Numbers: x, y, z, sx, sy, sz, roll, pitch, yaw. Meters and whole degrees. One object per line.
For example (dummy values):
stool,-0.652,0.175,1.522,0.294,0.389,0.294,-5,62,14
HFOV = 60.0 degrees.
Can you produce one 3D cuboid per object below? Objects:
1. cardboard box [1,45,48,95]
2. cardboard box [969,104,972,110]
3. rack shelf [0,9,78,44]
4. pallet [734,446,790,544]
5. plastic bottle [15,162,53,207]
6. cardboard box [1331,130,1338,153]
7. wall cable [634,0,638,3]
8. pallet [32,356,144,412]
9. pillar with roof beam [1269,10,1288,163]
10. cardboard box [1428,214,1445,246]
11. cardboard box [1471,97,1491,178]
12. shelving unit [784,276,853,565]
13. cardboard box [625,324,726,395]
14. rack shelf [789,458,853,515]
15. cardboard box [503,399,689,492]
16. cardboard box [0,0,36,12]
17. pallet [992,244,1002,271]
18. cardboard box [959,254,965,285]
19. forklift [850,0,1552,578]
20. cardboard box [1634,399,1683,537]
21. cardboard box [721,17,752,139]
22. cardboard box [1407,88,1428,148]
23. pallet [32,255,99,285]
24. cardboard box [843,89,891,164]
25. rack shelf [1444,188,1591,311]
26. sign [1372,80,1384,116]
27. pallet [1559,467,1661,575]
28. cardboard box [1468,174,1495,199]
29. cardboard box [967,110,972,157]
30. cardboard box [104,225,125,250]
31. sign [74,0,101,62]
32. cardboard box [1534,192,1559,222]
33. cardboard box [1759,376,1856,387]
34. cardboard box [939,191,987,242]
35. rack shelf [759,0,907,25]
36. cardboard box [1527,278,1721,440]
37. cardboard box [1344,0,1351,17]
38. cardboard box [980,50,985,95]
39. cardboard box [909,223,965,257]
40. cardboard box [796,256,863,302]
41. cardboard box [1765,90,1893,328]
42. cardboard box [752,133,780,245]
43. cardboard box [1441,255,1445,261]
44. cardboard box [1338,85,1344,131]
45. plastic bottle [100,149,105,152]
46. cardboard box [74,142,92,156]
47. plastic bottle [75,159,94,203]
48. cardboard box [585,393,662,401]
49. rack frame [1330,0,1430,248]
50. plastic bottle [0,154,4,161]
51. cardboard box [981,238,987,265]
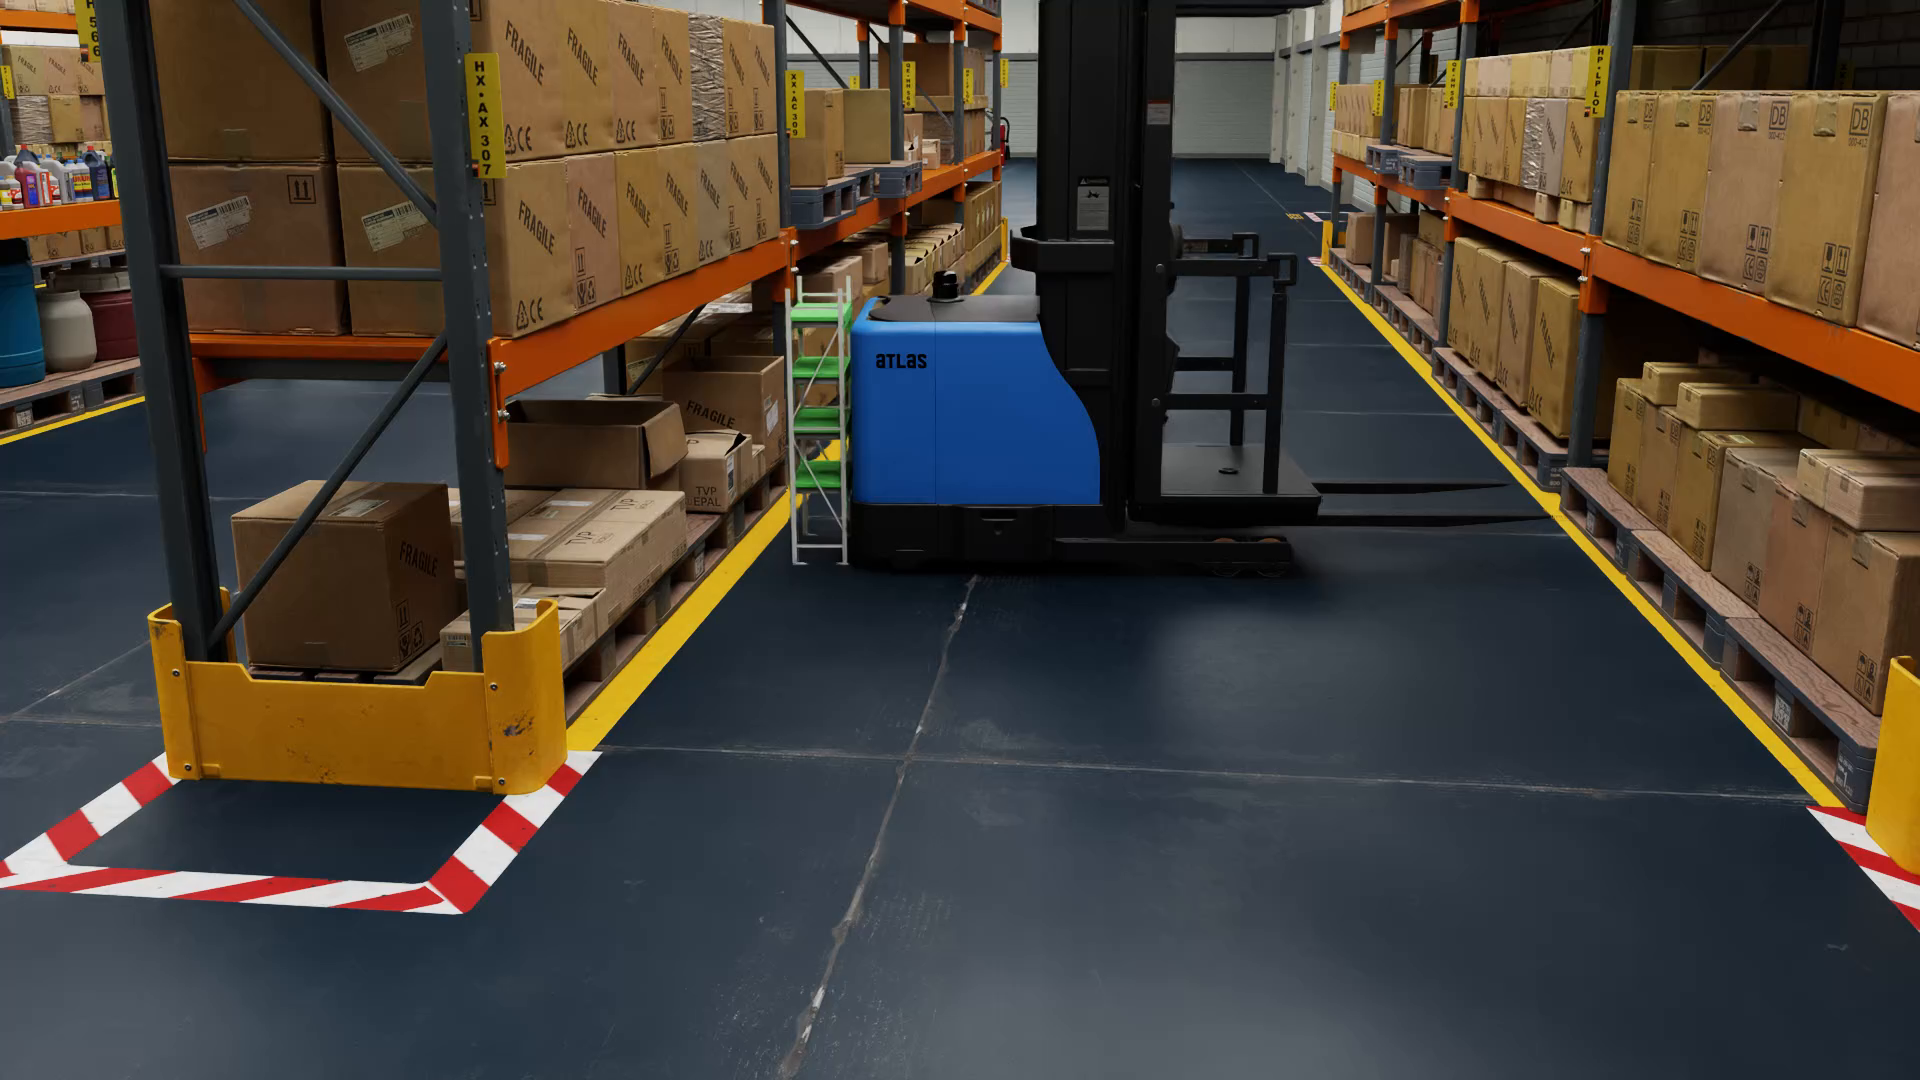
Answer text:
cardboard box,-10.004,-4.927,17.459,0.500,0.500,0.500,2,15,6
cardboard box,-0.071,-4.678,17.780,0.380,0.149,0.250,2,15,6
rack shelf,-10.082,-5.763,18.858,1.077,0.370,4.000,2,15,6
pallet,-1.446,-0.251,8.187,1.003,0.211,1.213,2,15,6
plastic bottle,-5.754,-2.211,10.332,0.152,0.276,0.135,2,15,6
cardboard box,4.538,-4.563,19.039,0.500,0.250,0.500,1,15,5
wall cable,-11.147,-18.224,51.302,2.305,6.003,0.169,2,15,6
pallet,-6.025,-1.092,11.298,1.003,0.211,1.213,2,15,6
pillar with roof beam,4.797,-15.339,47.151,9.100,9.000,0.400,2,15,6
cardboard box,4.290,-2.632,14.160,0.500,0.250,0.500,1,15,5
cardboard box,3.629,-2.616,10.789,0.500,0.500,0.500,2,15,8
shelving unit,-0.610,-0.537,7.349,0.258,1.200,0.503,0,15,0
cardboard box,-1.597,-0.918,9.255,0.500,0.500,0.500,2,15,6
rack shelf,-0.610,-0.244,7.428,0.258,0.148,0.480,0,15,0
cardboard box,-1.575,-0.295,6.948,0.797,0.503,0.637,2,15,6
cardboard box,-10.002,-5.628,17.270,0.500,0.250,0.500,1,15,4
pallet,-0.058,-3.342,19.618,1.003,0.211,1.213,2,15,6
cardboard box,-0.224,-2.610,16.030,0.500,0.250,0.500,2,15,6
forklift,1.051,-1.395,7.207,3.031,2.935,1.130,0,15,1
cardboard box,3.309,-0.306,7.030,0.700,0.500,0.500,2,15,6
cardboard box,-1.223,-2.035,7.333,0.500,0.500,0.500,1,15,5
cardboard box,4.296,-3.690,14.529,0.700,0.500,0.500,3,15,12
pallet,-10.267,-2.972,18.250,1.003,0.211,1.213,2,15,6
cardboard box,-0.875,-2.897,11.634,0.700,0.500,0.500,-3,16,-13
rack shelf,3.781,-1.802,9.958,1.077,0.370,4.000,2,15,6
sign,3.918,-4.137,15.558,0.100,0.325,0.005,2,15,6
pallet,3.391,-0.090,7.589,1.003,0.211,1.213,2,15,6
cardboard box,3.588,-2.346,11.036,0.380,0.149,0.250,2,15,8
cardboard box,-0.251,-4.414,18.047,0.700,0.500,0.500,2,15,8
cardboard box,-10.066,-3.697,19.573,0.500,0.500,0.500,3,15,11
sign,-2.368,-1.471,4.532,0.100,0.325,0.005,2,15,6
cardboard box,3.362,-1.817,9.079,0.380,0.149,0.250,2,15,6
cardboard box,3.496,-0.576,6.785,0.380,0.149,0.250,1,15,4
cardboard box,0.011,-3.458,17.731,0.500,0.500,0.500,2,15,6
rack shelf,-1.142,-3.395,10.102,1.077,0.370,4.000,2,15,6
cardboard box,3.499,-0.968,8.809,0.750,0.750,0.750,2,15,7
cardboard box,4.623,-6.169,18.755,0.500,0.500,0.500,2,15,8
cardboard box,-0.085,-5.428,19.312,0.700,0.500,0.500,2,15,6
cardboard box,-0.226,-2.883,15.966,0.500,0.311,0.500,2,15,6
cardboard box,-0.902,-1.651,10.531,0.500,0.250,0.500,1,15,5
cardboard box,3.222,-1.060,5.259,0.980,0.700,0.700,2,15,6
cardboard box,-1.169,-1.687,7.961,0.500,0.500,0.500,2,15,7
cardboard box,4.209,-1.992,13.229,0.700,0.500,0.500,2,15,6
cardboard box,4.491,-4.799,18.477,0.500,0.500,0.500,2,15,6
plastic bottle,-6.290,-2.717,12.187,0.061,0.283,0.133,2,15,6
cardboard box,-9.855,-4.328,18.401,0.380,0.149,0.250,2,15,6
plastic bottle,-5.676,-2.324,10.756,0.097,0.271,0.097,0,15,0
cardboard box,-1.630,-0.587,8.396,0.500,0.311,0.500,2,15,6
rack frame,4.909,-4.743,19.456,1.000,3.000,0.127,2,15,6
plastic bottle,-6.386,-2.432,11.005,0.144,0.351,0.185,2,15,6
cardboard box,0.012,-3.096,17.829,0.500,0.250,0.500,2,15,6
